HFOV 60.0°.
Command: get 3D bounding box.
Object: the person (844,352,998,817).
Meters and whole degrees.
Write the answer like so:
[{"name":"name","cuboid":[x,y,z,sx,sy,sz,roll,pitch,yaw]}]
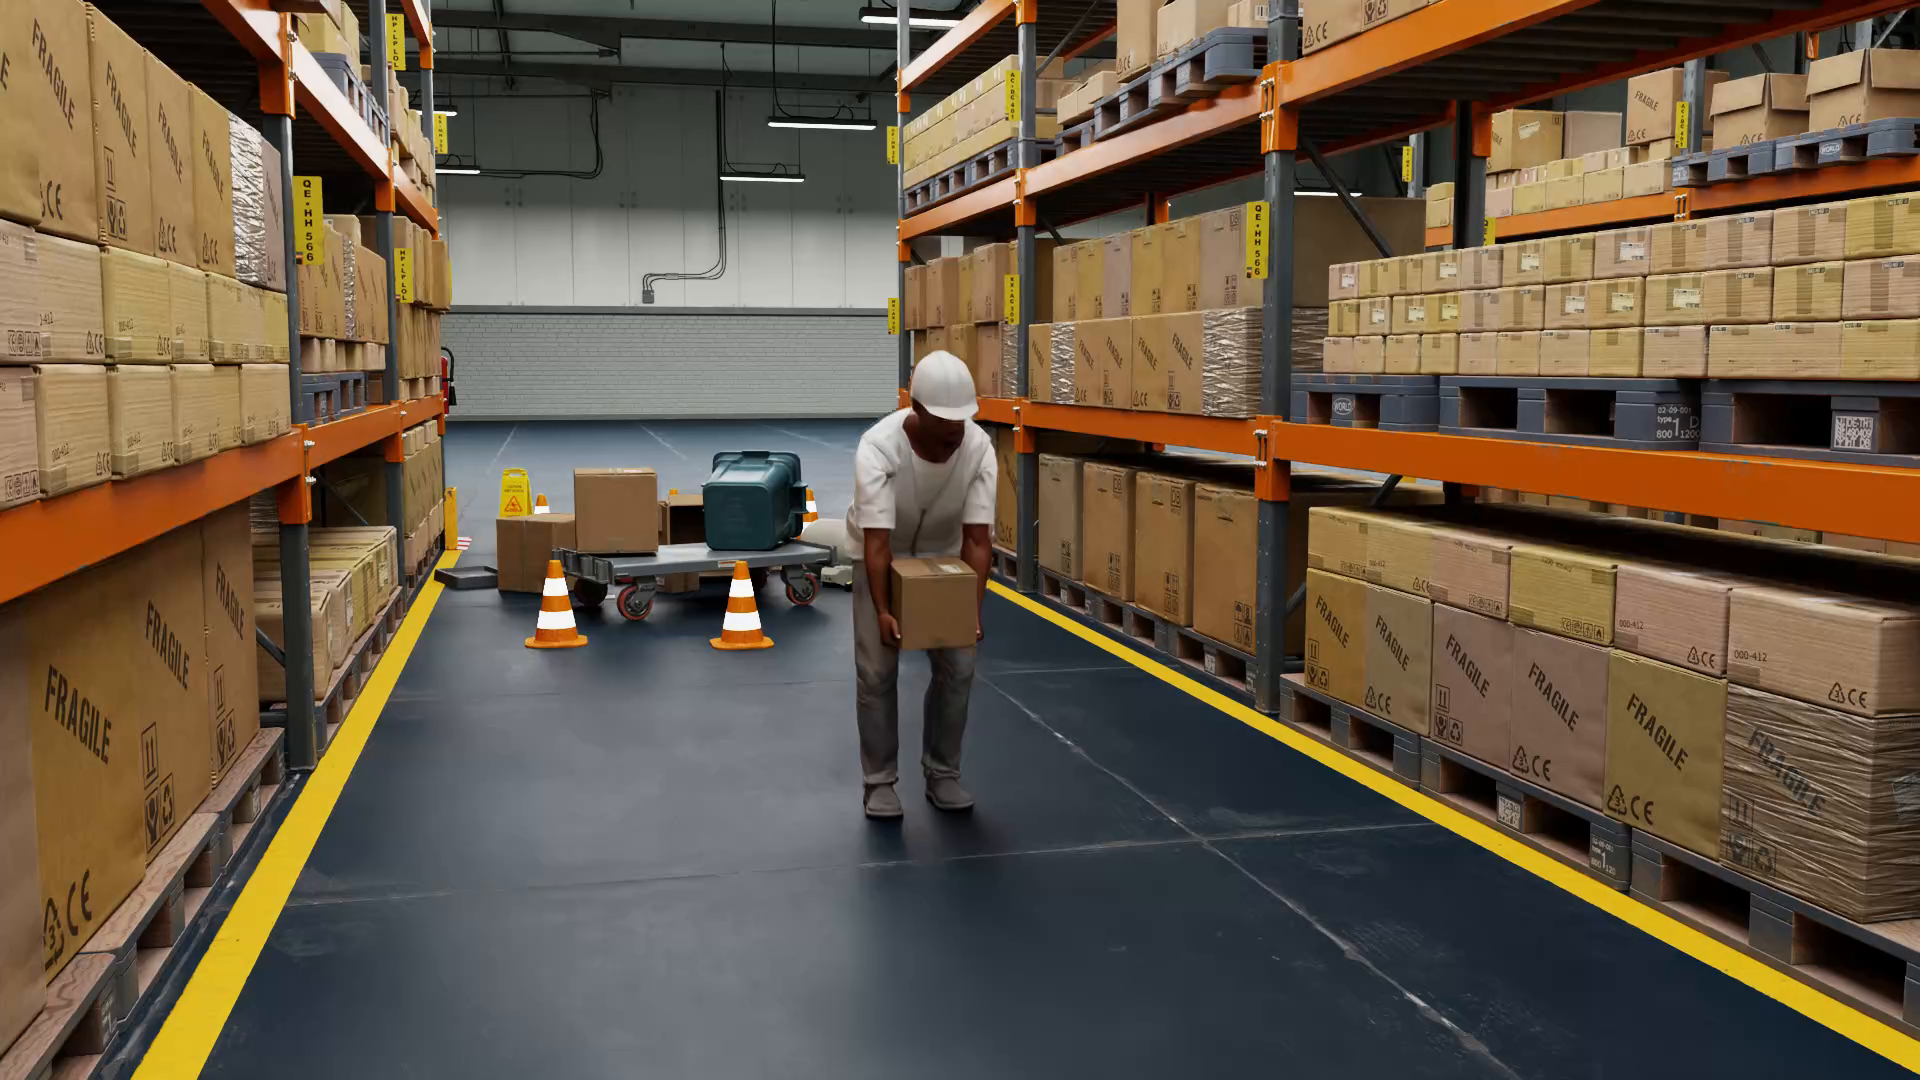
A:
[{"name":"person","cuboid":[-0.121,0.161,5.657,0.488,1.590,0.761,-2,6,-15]}]
